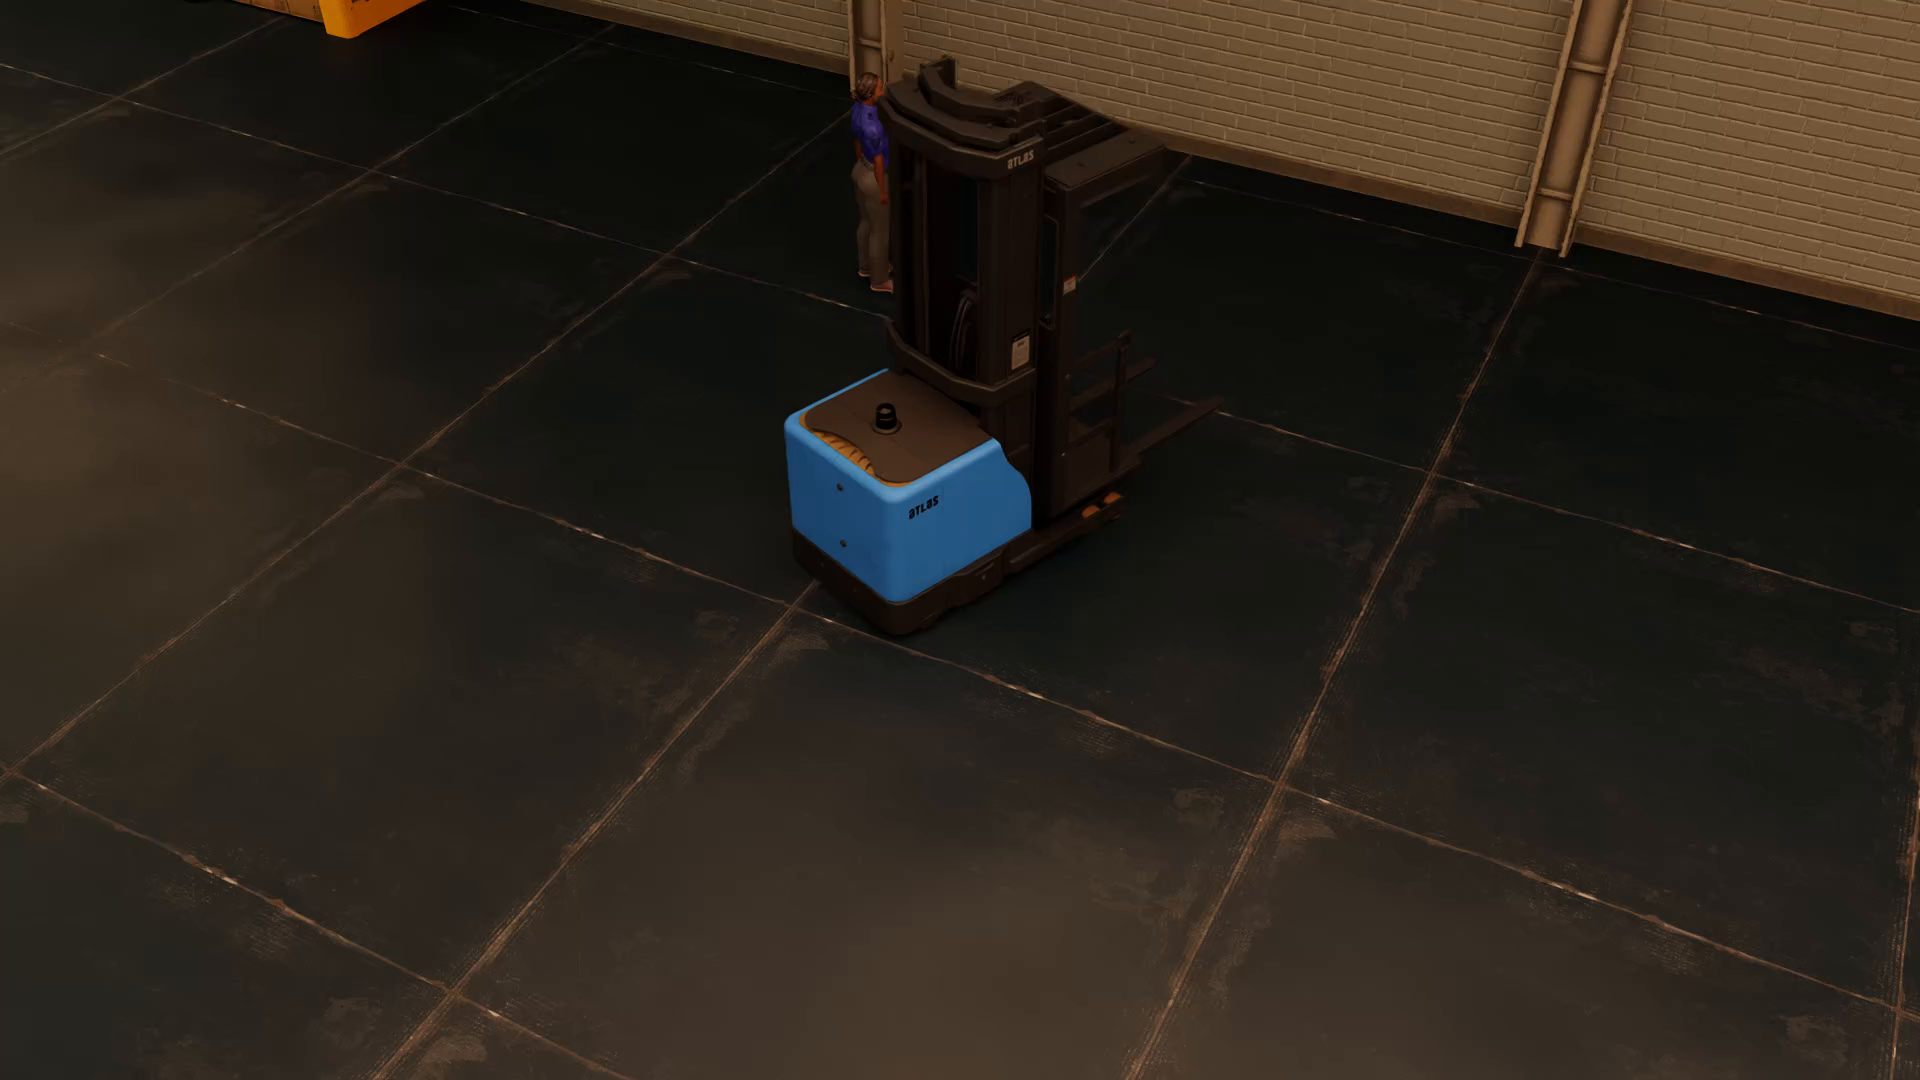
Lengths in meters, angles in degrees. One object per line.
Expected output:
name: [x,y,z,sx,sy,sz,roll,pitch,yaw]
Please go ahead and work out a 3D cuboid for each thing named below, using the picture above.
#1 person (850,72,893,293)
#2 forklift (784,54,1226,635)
person: [-0.600,-2.605,12.071,0.339,1.660,0.453,-14,42,-16]
forklift: [0.416,-1.396,9.643,3.031,2.935,1.130,-30,49,-31]
